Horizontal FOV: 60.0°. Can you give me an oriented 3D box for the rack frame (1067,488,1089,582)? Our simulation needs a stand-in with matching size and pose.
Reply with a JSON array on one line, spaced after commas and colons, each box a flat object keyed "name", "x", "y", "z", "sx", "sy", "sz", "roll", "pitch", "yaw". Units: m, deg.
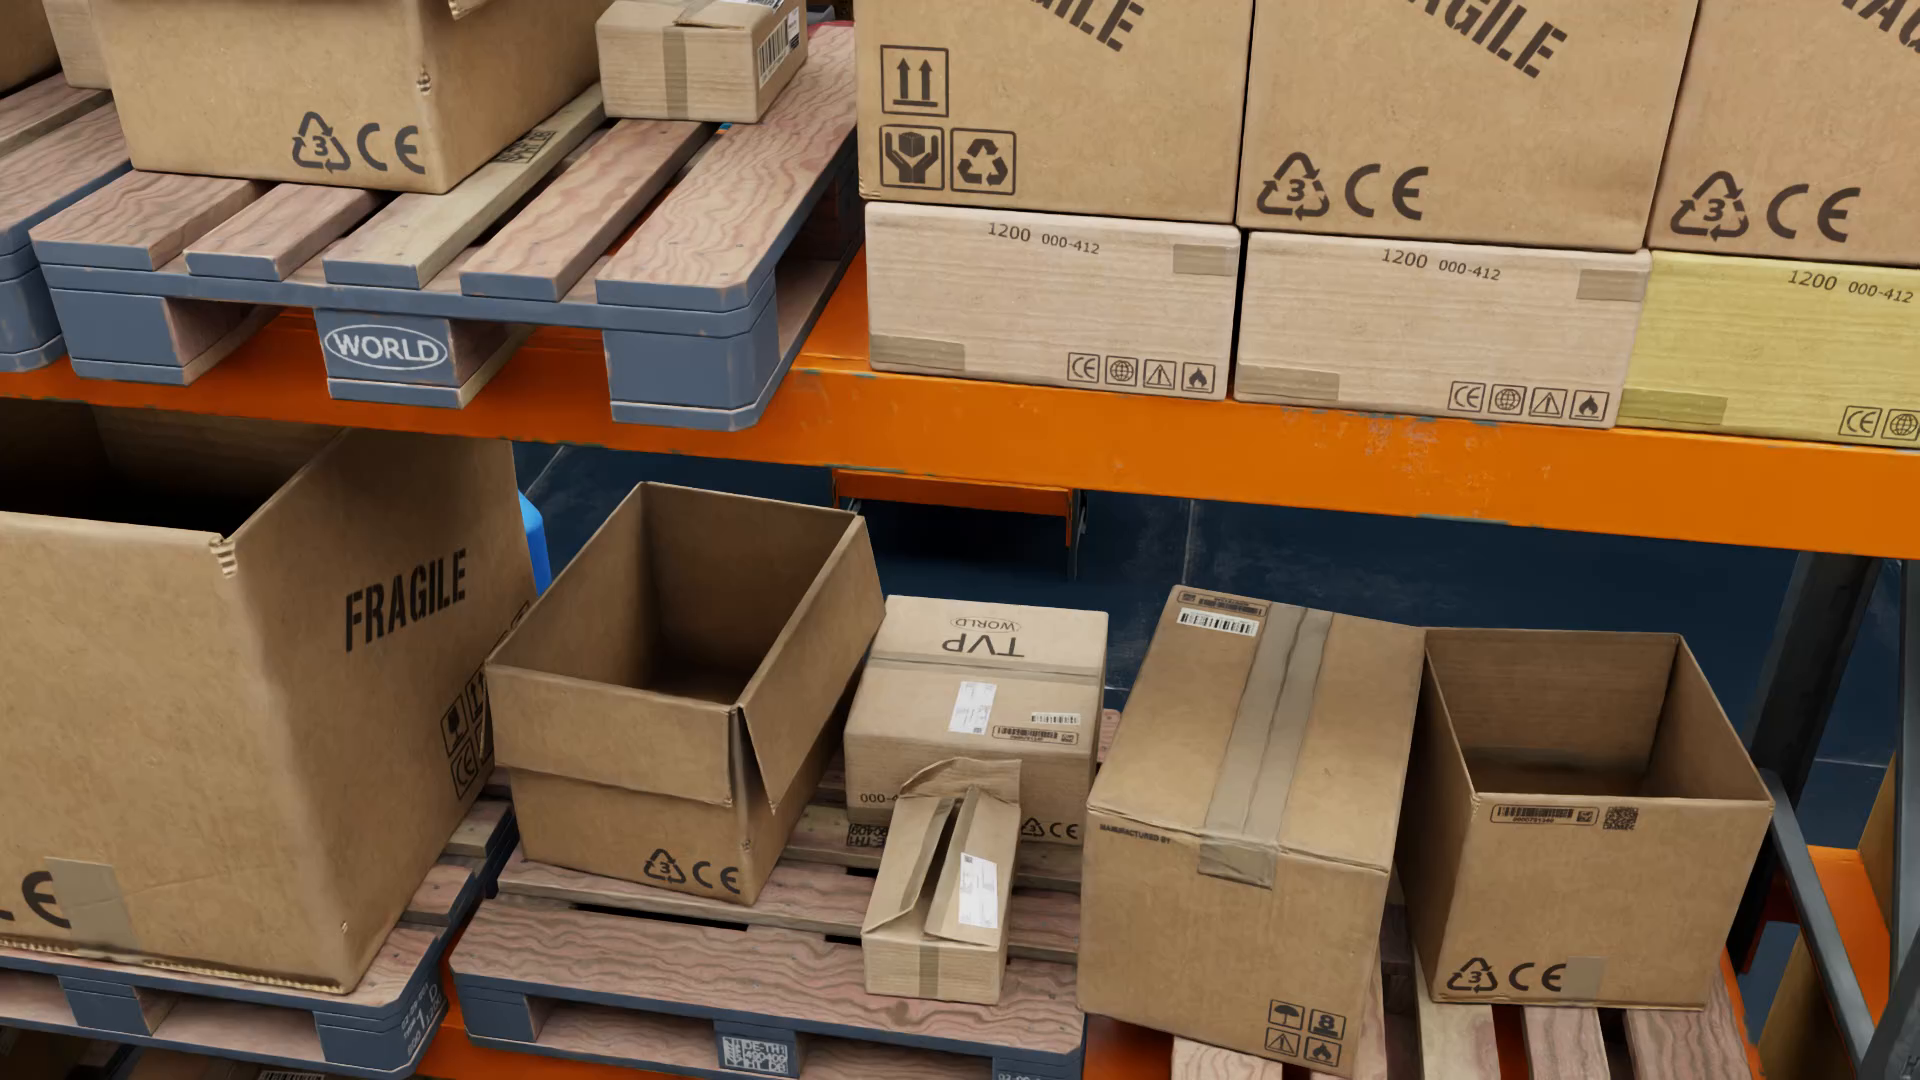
[{"name": "rack frame", "x": 0.508, "y": -0.431, "z": 6.878, "sx": 0.032, "sy": 1.125, "sz": 0.500, "roll": 5, "pitch": 32, "yaw": 8}]

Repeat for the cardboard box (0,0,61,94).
[{"name": "cardboard box", "x": -1.835, "y": -0.997, "z": 2.696, "sx": 0.637, "sy": 0.503, "sz": 0.797, "roll": 4, "pitch": 32, "yaw": 6}]

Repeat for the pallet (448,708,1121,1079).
[{"name": "pallet", "x": -0.297, "y": 0.685, "z": 3.509, "sx": 1.213, "sy": 0.211, "sz": 1.003, "roll": 5, "pitch": 32, "yaw": 8}]

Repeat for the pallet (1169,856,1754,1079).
[{"name": "pallet", "x": 0.941, "y": 0.833, "z": 3.274, "sx": 1.003, "sy": 0.211, "sz": 1.213, "roll": 5, "pitch": 32, "yaw": 8}]

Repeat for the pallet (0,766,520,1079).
[{"name": "pallet", "x": -1.553, "y": 0.628, "z": 3.601, "sx": 1.213, "sy": 0.211, "sz": 1.003, "roll": 5, "pitch": 32, "yaw": 8}]

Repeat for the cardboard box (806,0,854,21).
[{"name": "cardboard box", "x": -1.016, "y": -4.314, "z": 12.804, "sx": 0.500, "sy": 0.500, "sz": 0.500, "roll": 5, "pitch": 32, "yaw": 8}]

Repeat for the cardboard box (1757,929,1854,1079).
[{"name": "cardboard box", "x": 2.338, "y": 1.554, "z": 3.547, "sx": 0.875, "sy": 0.875, "sz": 1.225, "roll": 4, "pitch": 32, "yaw": 6}]

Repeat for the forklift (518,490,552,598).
[{"name": "forklift", "x": -2.840, "y": -0.174, "z": 4.765, "sx": 3.031, "sy": 2.935, "sz": 1.130, "roll": -21, "pitch": 38, "yaw": -29}]

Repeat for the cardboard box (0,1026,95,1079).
[{"name": "cardboard box", "x": -2.670, "y": 1.227, "z": 4.423, "sx": 0.500, "sy": 0.500, "sz": 0.500, "roll": 4, "pitch": 32, "yaw": 7}]

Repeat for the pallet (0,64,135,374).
[{"name": "pallet", "x": -1.691, "y": -0.679, "z": 2.857, "sx": 1.003, "sy": 0.211, "sz": 1.213, "roll": 5, "pitch": 32, "yaw": 8}]

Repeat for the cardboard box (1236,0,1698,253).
[{"name": "cardboard box", "x": 0.641, "y": -0.718, "z": 2.178, "sx": 0.500, "sy": 0.500, "sz": 0.500, "roll": 5, "pitch": 32, "yaw": 8}]

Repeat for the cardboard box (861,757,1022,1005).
[{"name": "cardboard box", "x": -0.028, "y": 0.630, "z": 3.146, "sx": 0.258, "sy": 0.266, "sz": 0.396, "roll": 4, "pitch": 32, "yaw": 7}]

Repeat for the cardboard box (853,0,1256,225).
[{"name": "cardboard box", "x": 0.156, "y": -0.771, "z": 2.262, "sx": 0.500, "sy": 0.500, "sz": 0.500, "roll": 6, "pitch": 32, "yaw": 9}]

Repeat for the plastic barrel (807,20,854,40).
[{"name": "plastic barrel", "x": -0.542, "y": -2.046, "z": 7.563, "sx": 0.433, "sy": 0.535, "sz": 0.433, "roll": 0, "pitch": 32, "yaw": 0}]

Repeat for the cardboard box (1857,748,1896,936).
[{"name": "cardboard box", "x": 2.189, "y": 0.631, "z": 3.320, "sx": 0.500, "sy": 0.500, "sz": 0.500, "roll": 6, "pitch": 33, "yaw": 10}]

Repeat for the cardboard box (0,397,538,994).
[{"name": "cardboard box", "x": -1.522, "y": 0.114, "z": 3.280, "sx": 1.000, "sy": 1.000, "sz": 1.000, "roll": 5, "pitch": 32, "yaw": 9}]

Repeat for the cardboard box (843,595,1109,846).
[{"name": "cardboard box", "x": 0.048, "y": 0.375, "z": 3.570, "sx": 0.500, "sy": 0.250, "sz": 0.500, "roll": 4, "pitch": 32, "yaw": 7}]

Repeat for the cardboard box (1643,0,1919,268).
[{"name": "cardboard box", "x": 1.149, "y": -0.678, "z": 2.114, "sx": 0.500, "sy": 0.500, "sz": 0.500, "roll": 6, "pitch": 33, "yaw": 9}]

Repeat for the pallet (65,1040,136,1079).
[{"name": "pallet", "x": -2.950, "y": 1.543, "z": 4.587, "sx": 1.213, "sy": 0.211, "sz": 1.003, "roll": 5, "pitch": 32, "yaw": 8}]

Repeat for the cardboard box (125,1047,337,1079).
[{"name": "cardboard box", "x": -1.680, "y": 1.341, "z": 4.221, "sx": 0.500, "sy": 0.500, "sz": 0.700, "roll": 3, "pitch": 32, "yaw": 4}]

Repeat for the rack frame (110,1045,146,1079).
[{"name": "rack frame", "x": -2.282, "y": 0.402, "z": 3.780, "sx": 0.127, "sy": 3.000, "sz": 1.000, "roll": 5, "pitch": 32, "yaw": 8}]

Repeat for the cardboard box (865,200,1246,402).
[{"name": "cardboard box", "x": 0.165, "y": -0.446, "z": 2.450, "sx": 0.500, "sy": 0.250, "sz": 0.500, "roll": 6, "pitch": 33, "yaw": 10}]

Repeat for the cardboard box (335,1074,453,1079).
[{"name": "cardboard box", "x": -1.213, "y": 1.394, "z": 4.138, "sx": 0.500, "sy": 0.500, "sz": 0.700, "roll": 5, "pitch": 32, "yaw": 8}]

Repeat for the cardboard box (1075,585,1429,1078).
[{"name": "cardboard box", "x": 0.555, "y": 0.514, "z": 3.112, "sx": 0.500, "sy": 0.500, "sz": 0.700, "roll": 10, "pitch": 33, "yaw": 15}]

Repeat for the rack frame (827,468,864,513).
[{"name": "rack frame", "x": -0.494, "y": -0.522, "z": 7.023, "sx": 0.032, "sy": 1.125, "sz": 0.500, "roll": 5, "pitch": 32, "yaw": 8}]

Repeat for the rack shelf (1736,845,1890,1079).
[{"name": "rack shelf", "x": 3.633, "y": 1.243, "z": 3.116, "sx": 4.000, "sy": 0.370, "sz": 1.077, "roll": 5, "pitch": 32, "yaw": 8}]

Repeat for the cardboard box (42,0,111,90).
[{"name": "cardboard box", "x": -1.338, "y": -0.959, "z": 2.858, "sx": 0.258, "sy": 0.266, "sz": 0.396, "roll": 6, "pitch": 33, "yaw": 10}]

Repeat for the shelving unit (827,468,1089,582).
[{"name": "shelving unit", "x": 0.007, "y": -0.476, "z": 6.951, "sx": 1.048, "sy": 1.125, "sz": 0.538, "roll": 5, "pitch": 32, "yaw": 8}]

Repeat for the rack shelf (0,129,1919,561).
[{"name": "rack shelf", "x": -0.310, "y": -0.386, "z": 2.890, "sx": 4.000, "sy": 0.370, "sz": 1.077, "roll": 5, "pitch": 32, "yaw": 8}]

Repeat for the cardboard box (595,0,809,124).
[{"name": "cardboard box", "x": -0.417, "y": -0.833, "z": 2.751, "sx": 0.250, "sy": 0.166, "sz": 0.380, "roll": 4, "pitch": 32, "yaw": 7}]

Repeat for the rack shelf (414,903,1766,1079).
[{"name": "rack shelf", "x": -0.310, "y": 0.886, "z": 3.686, "sx": 4.000, "sy": 0.370, "sz": 1.077, "roll": 5, "pitch": 32, "yaw": 8}]

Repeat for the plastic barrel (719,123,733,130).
[{"name": "plastic barrel", "x": -1.119, "y": -2.208, "z": 7.478, "sx": 0.708, "sy": 0.901, "sz": 0.600, "roll": 5, "pitch": 32, "yaw": 8}]

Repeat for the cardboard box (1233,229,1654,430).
[{"name": "cardboard box", "x": 0.660, "y": -0.400, "z": 2.376, "sx": 0.500, "sy": 0.250, "sz": 0.500, "roll": 5, "pitch": 32, "yaw": 8}]

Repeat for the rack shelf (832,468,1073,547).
[{"name": "rack shelf", "x": 0.007, "y": -0.269, "z": 7.080, "sx": 1.000, "sy": 0.278, "sz": 0.538, "roll": 5, "pitch": 32, "yaw": 8}]

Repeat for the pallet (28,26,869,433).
[{"name": "pallet", "x": -0.668, "y": -0.588, "z": 2.712, "sx": 1.003, "sy": 0.211, "sz": 1.213, "roll": 5, "pitch": 32, "yaw": 8}]

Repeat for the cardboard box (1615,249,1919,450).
[{"name": "cardboard box", "x": 1.151, "y": -0.363, "z": 2.317, "sx": 0.500, "sy": 0.250, "sz": 0.500, "roll": 5, "pitch": 32, "yaw": 8}]

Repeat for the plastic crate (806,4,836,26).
[{"name": "plastic crate", "x": -0.920, "y": -2.332, "z": 8.089, "sx": 0.583, "sy": 0.464, "sz": 0.402, "roll": 5, "pitch": 32, "yaw": 8}]

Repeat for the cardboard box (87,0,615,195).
[{"name": "cardboard box", "x": -0.906, "y": -0.914, "z": 2.562, "sx": 0.637, "sy": 0.503, "sz": 0.797, "roll": 6, "pitch": 33, "yaw": 10}]

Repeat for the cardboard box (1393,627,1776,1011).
[{"name": "cardboard box", "x": 1.122, "y": 0.511, "z": 3.116, "sx": 0.500, "sy": 0.500, "sz": 0.500, "roll": 1, "pitch": 32, "yaw": 2}]

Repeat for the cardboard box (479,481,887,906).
[{"name": "cardboard box", "x": -0.558, "y": 0.287, "z": 3.472, "sx": 0.637, "sy": 0.503, "sz": 0.797, "roll": 8, "pitch": 33, "yaw": 13}]
